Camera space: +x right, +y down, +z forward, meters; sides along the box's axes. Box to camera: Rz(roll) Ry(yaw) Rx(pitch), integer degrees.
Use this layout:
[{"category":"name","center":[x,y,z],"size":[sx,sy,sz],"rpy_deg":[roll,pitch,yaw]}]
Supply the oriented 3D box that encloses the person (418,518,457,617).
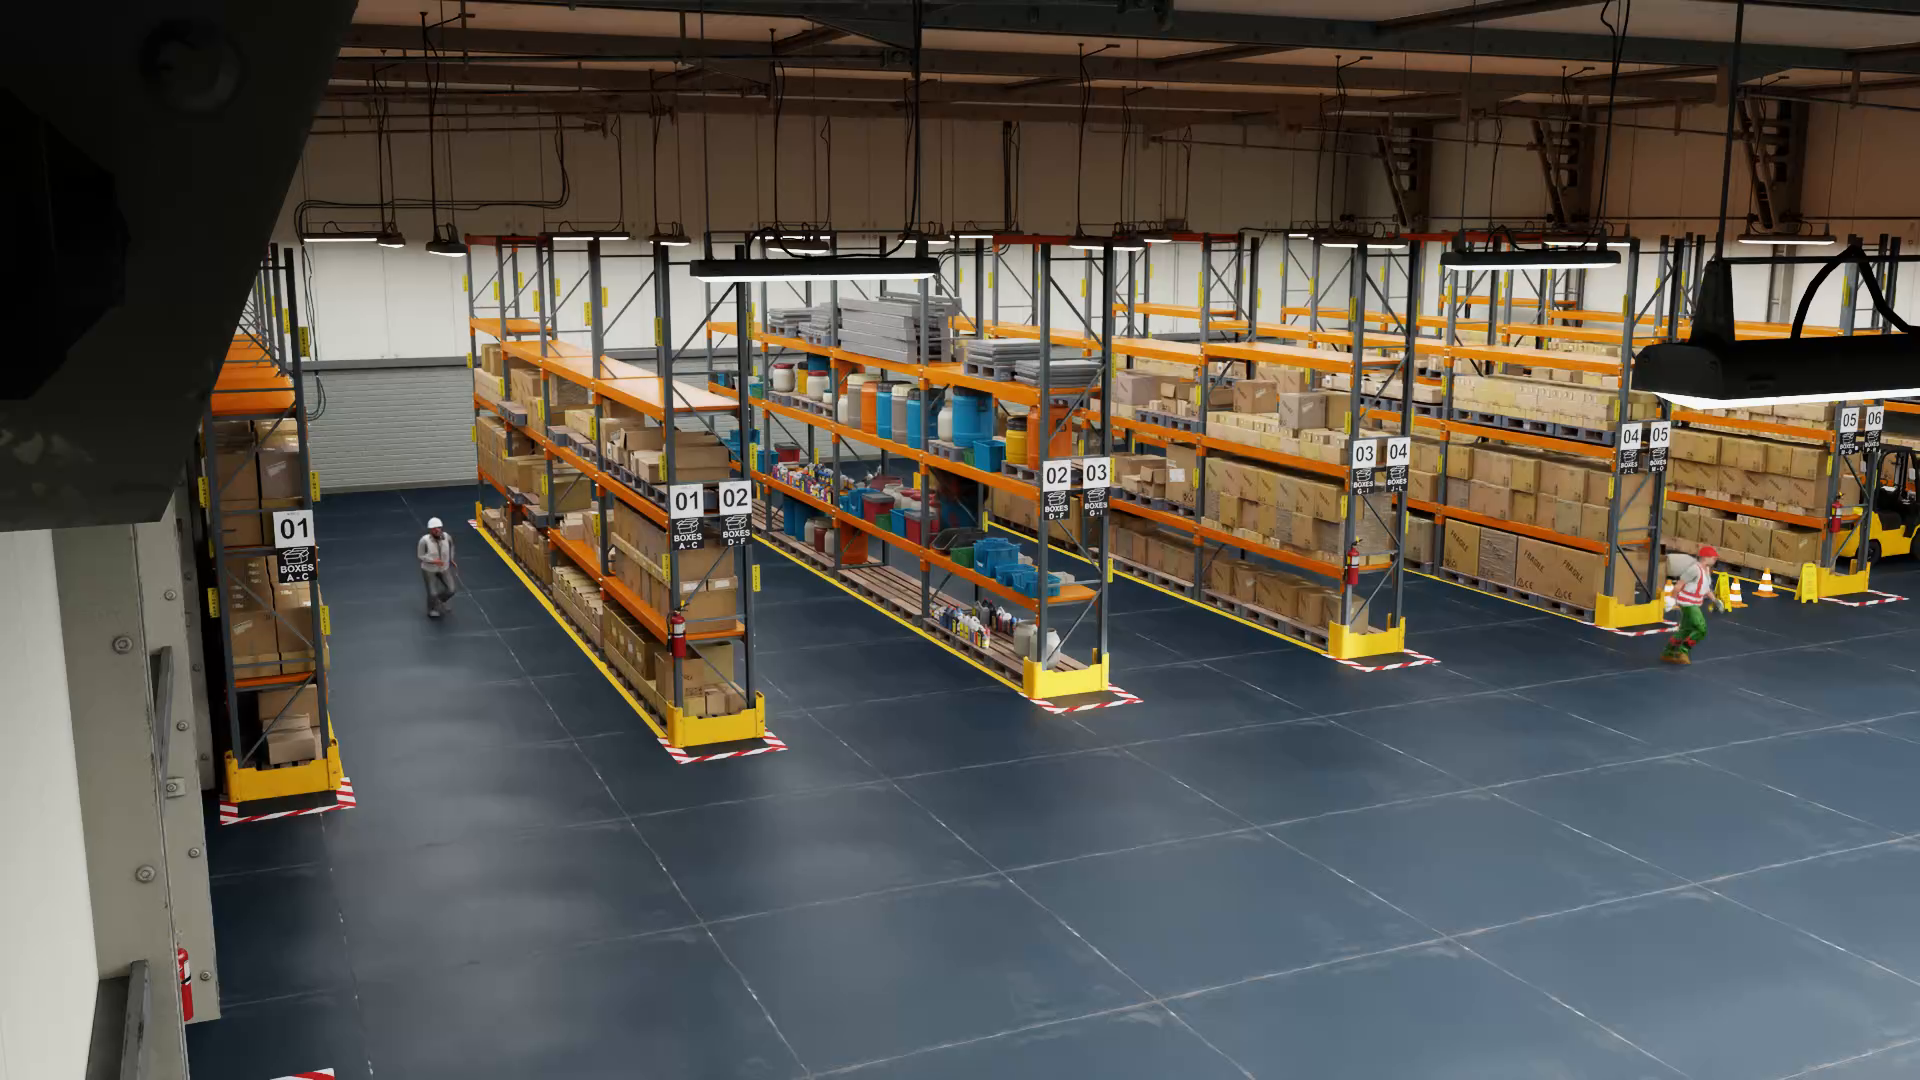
[{"category":"person","center":[-8.321,0.445,26.485],"size":[0.652,1.663,0.784],"rpy_deg":[-8,14,-37]}]

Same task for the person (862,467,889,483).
[{"category":"person","center":[-1.676,-0.806,33.534],"size":[0.625,1.409,0.956],"rpy_deg":[-1,11,-6]}]

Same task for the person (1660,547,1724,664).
[{"category":"person","center":[10.456,0.931,23.728],"size":[0.747,1.726,0.638],"rpy_deg":[8,14,37]}]

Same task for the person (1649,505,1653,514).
[{"category":"person","center":[14.240,-0.954,33.643],"size":[0.683,1.680,0.613],"rpy_deg":[-7,13,-32]}]
